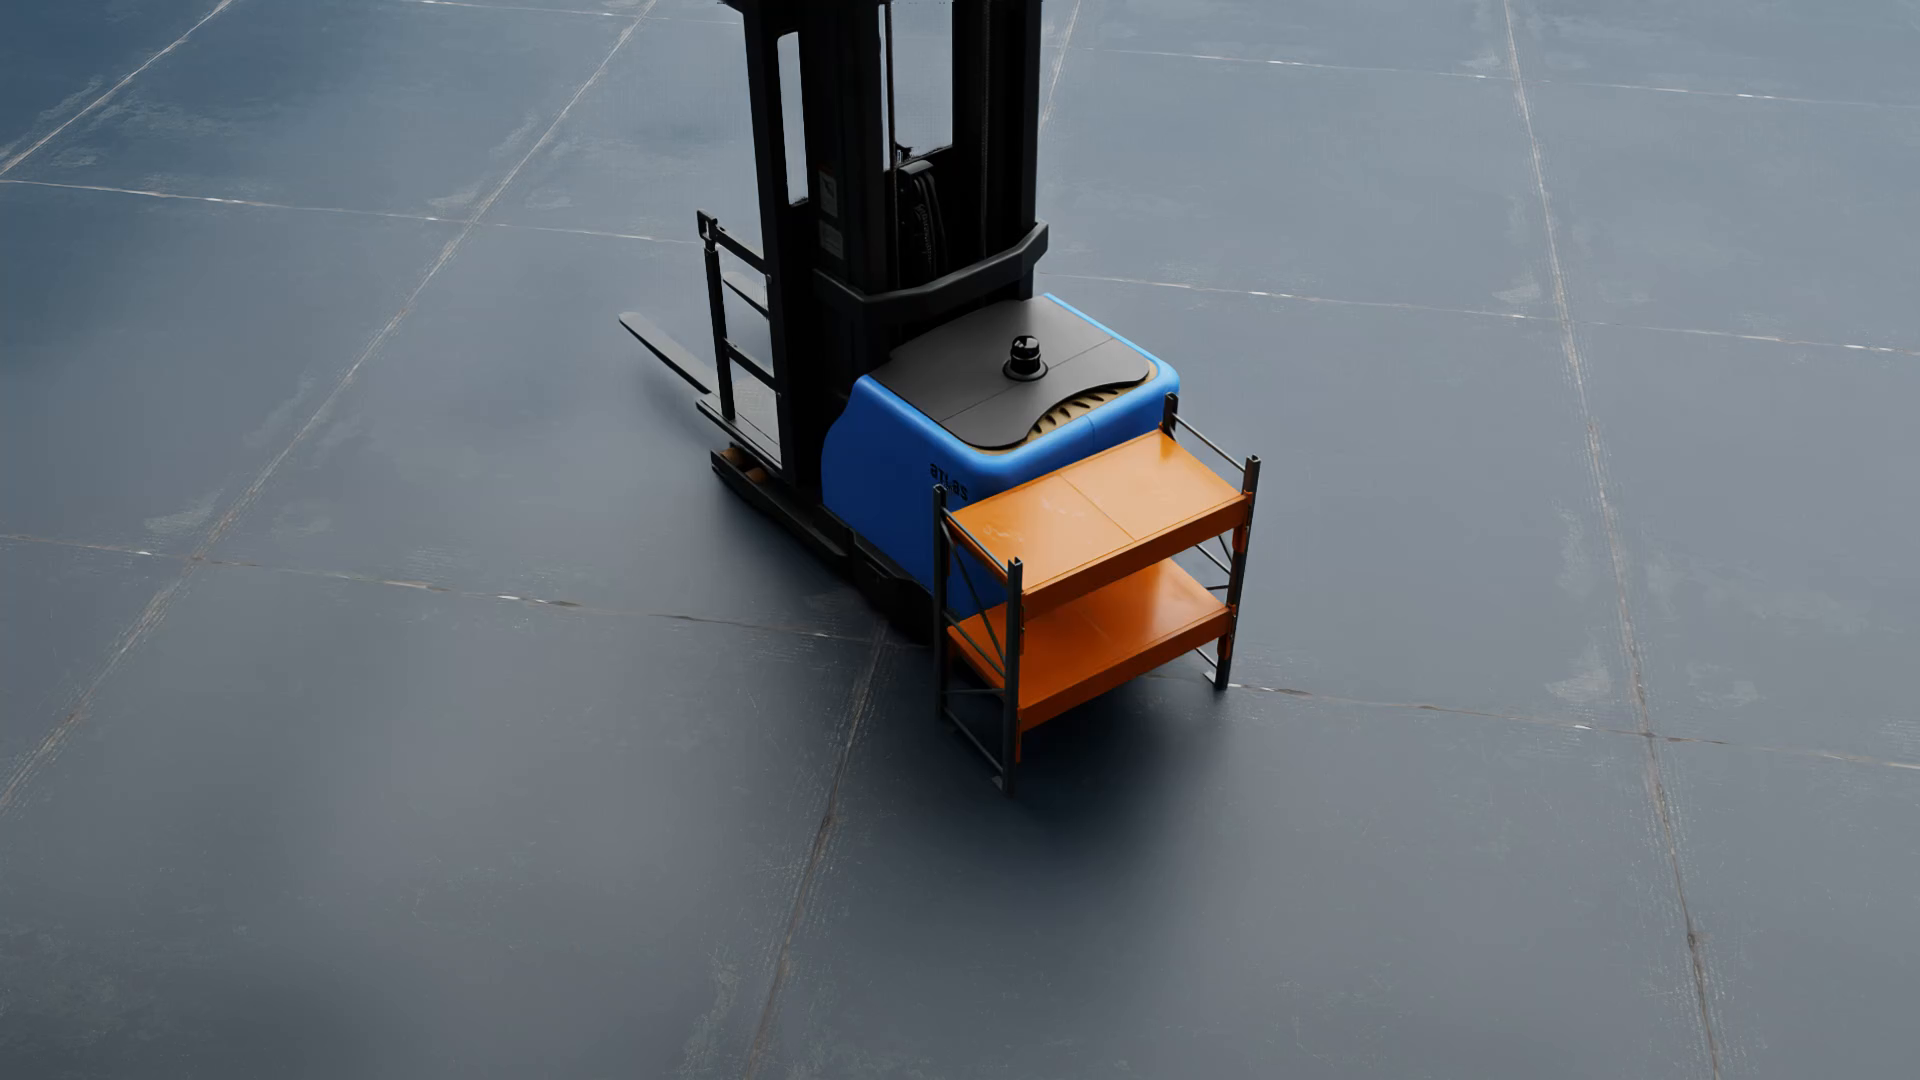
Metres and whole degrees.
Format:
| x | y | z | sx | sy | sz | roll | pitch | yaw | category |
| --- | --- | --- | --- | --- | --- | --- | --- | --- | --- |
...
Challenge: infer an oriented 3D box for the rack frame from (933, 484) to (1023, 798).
| x | y | z | sx | sy | sz | roll | pitch | yaw | category |
| --- | --- | --- | --- | --- | --- | --- | --- | --- | --- |
| 0.054 | 0.377 | 5.909 | 0.032 | 1.125 | 0.500 | -23 | 45 | -25 | rack frame |

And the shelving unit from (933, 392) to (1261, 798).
| x | y | z | sx | sy | sz | roll | pitch | yaw | category |
| --- | --- | --- | --- | --- | --- | --- | --- | --- | --- |
| 0.479 | 0.200 | 6.124 | 1.048 | 1.125 | 0.538 | -23 | 45 | -25 | shelving unit |

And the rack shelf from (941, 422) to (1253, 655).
| x | y | z | sx | sy | sz | roll | pitch | yaw | category |
| --- | --- | --- | --- | --- | --- | --- | --- | --- | --- |
| 0.480 | -0.025 | 5.937 | 1.000 | 0.278 | 0.538 | -23 | 45 | -25 | rack shelf |

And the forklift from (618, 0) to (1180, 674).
| x | y | z | sx | sy | sz | roll | pitch | yaw | category |
| --- | --- | --- | --- | --- | --- | --- | --- | --- | --- |
| -0.471 | -1.470 | 6.727 | 1.130 | 2.935 | 3.031 | -28 | 47 | -30 | forklift |

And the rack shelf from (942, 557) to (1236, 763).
| x | y | z | sx | sy | sz | roll | pitch | yaw | category |
| --- | --- | --- | --- | --- | --- | --- | --- | --- | --- |
| 0.479 | 0.388 | 6.280 | 1.000 | 0.278 | 0.538 | -23 | 45 | -25 | rack shelf |

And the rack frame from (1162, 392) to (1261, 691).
| x | y | z | sx | sy | sz | roll | pitch | yaw | category |
| --- | --- | --- | --- | --- | --- | --- | --- | --- | --- |
| 0.905 | 0.022 | 6.339 | 0.032 | 1.125 | 0.500 | -23 | 45 | -25 | rack frame |
